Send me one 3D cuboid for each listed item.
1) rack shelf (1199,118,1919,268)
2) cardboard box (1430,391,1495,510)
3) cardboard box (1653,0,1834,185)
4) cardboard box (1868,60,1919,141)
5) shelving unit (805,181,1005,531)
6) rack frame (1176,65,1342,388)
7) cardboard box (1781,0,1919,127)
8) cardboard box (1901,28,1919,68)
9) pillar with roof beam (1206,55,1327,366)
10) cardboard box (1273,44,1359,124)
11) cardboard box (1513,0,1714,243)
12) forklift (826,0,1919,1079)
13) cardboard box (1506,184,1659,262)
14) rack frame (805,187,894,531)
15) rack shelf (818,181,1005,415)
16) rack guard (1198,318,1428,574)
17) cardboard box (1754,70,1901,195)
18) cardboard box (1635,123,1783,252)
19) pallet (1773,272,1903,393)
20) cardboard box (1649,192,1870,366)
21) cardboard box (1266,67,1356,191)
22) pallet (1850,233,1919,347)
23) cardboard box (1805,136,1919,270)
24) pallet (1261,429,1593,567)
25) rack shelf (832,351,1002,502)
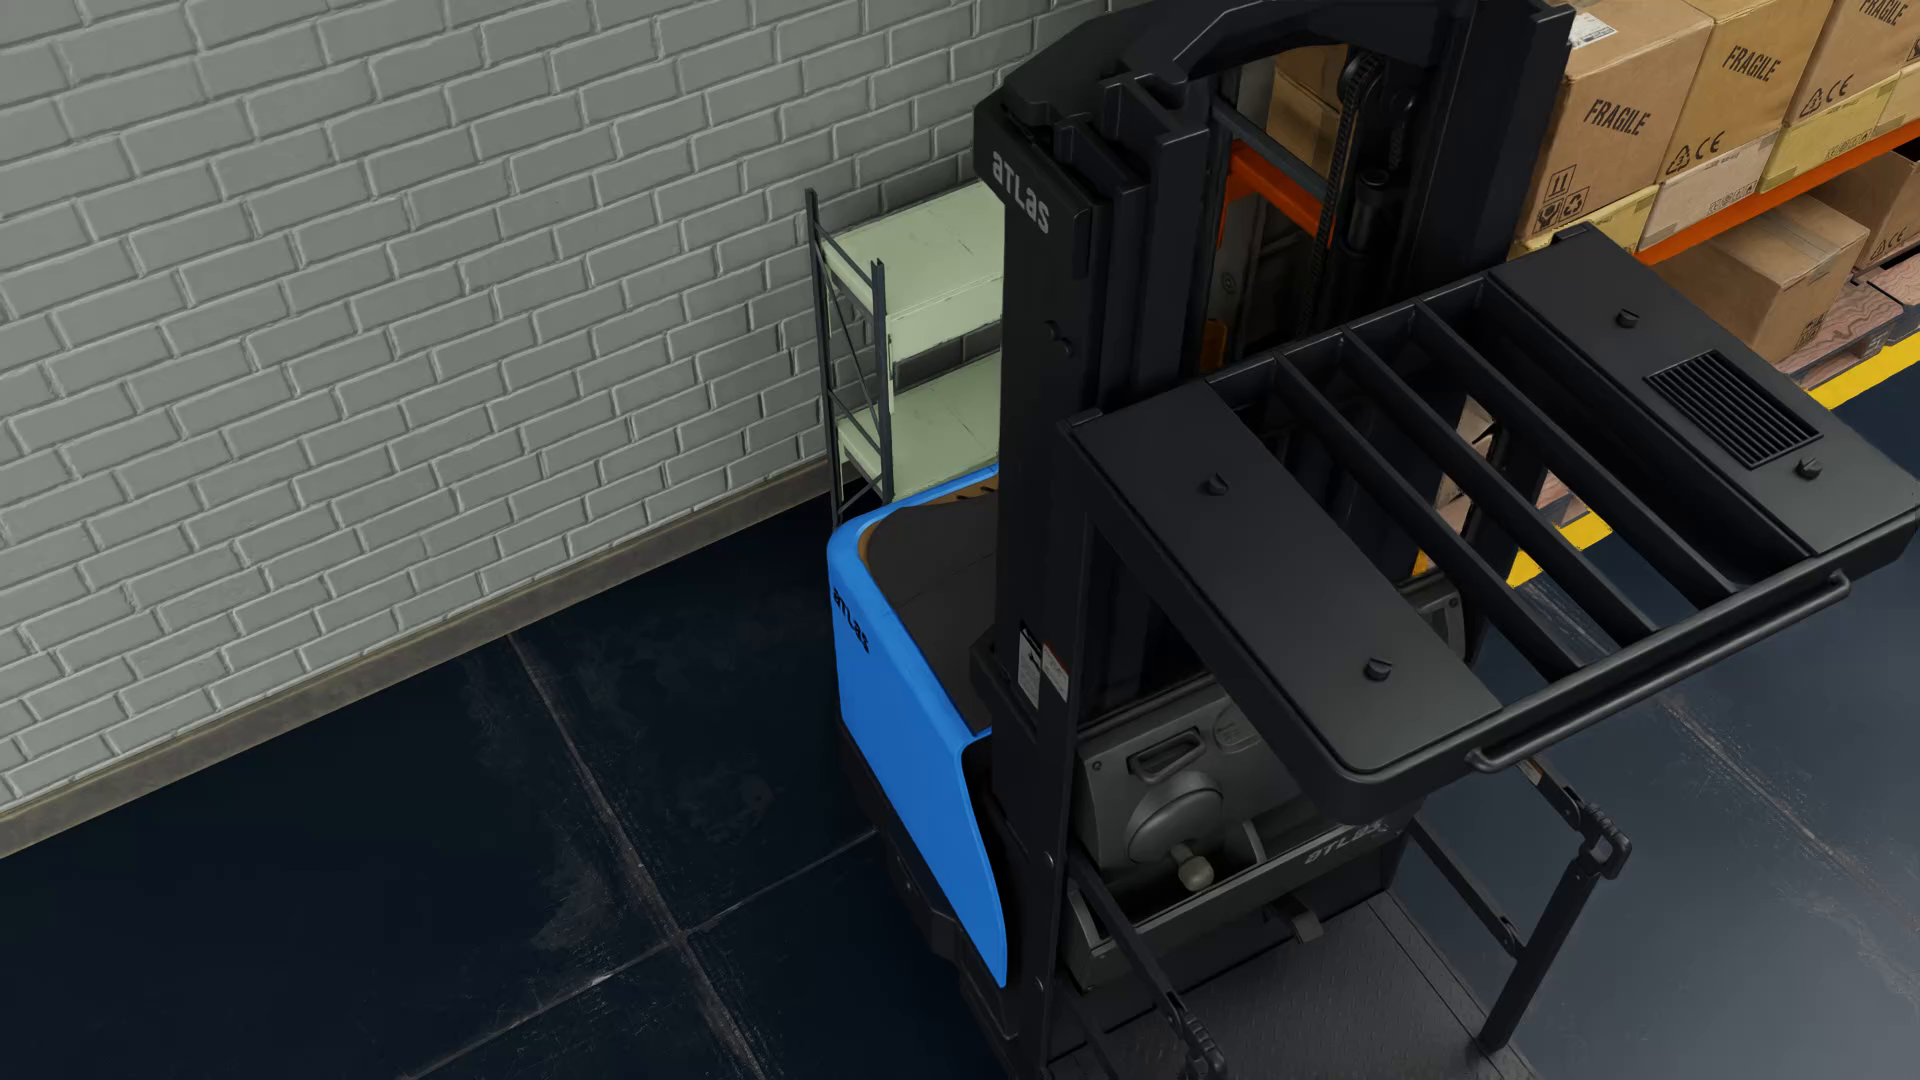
[{"bbox_3d":[2.671,-1.543,5.597,4.000,0.370,1.077,-25,53,-21],"label":"rack shelf"},{"bbox_3d":[1.613,-0.456,5.654,0.500,0.311,0.500,-31,55,-25],"label":"cardboard box"},{"bbox_3d":[1.967,-1.383,4.558,0.500,0.500,0.500,-25,53,-21],"label":"cardboard box"},{"bbox_3d":[2.856,-1.551,5.210,0.500,0.250,0.500,-25,53,-20],"label":"cardboard box"},{"bbox_3d":[-0.006,-0.496,5.187,0.755,1.500,0.431,-25,53,-21],"label":"shelving unit"},{"bbox_3d":[0.980,-0.986,4.619,0.127,3.000,1.000,-25,53,-21],"label":"rack frame"},{"bbox_3d":[2.408,-1.585,4.737,0.500,0.500,0.500,-27,54,-22],"label":"cardboard box"},{"bbox_3d":[2.838,-1.798,4.927,0.500,0.500,0.500,-24,52,-20],"label":"cardboard box"},{"bbox_3d":[3.407,-1.087,0.692,0.400,9.000,9.100,-25,53,-21],"label":"pillar with roof beam"},{"bbox_3d":[1.265,-1.514,4.674,0.500,0.500,0.500,-26,53,-21],"label":"cardboard box"},{"bbox_3d":[1.544,-1.192,4.388,0.500,0.500,0.500,-25,53,-21],"label":"cardboard box"},{"bbox_3d":[0.769,0.513,3.331,1.130,2.935,3.031,-22,52,-18],"label":"forklift"},{"bbox_3d":[1.562,-0.936,4.662,0.500,0.250,0.500,-27,54,-22],"label":"cardboard box"},{"bbox_3d":[-0.315,-0.350,5.058,0.023,1.500,0.400,-25,53,-21],"label":"rack frame"},{"bbox_3d":[-0.006,-0.756,4.896,0.720,0.370,0.431,-25,53,-21],"label":"rack shelf"},{"bbox_3d":[1.044,-0.184,5.580,0.348,0.500,1.175,-25,53,-21],"label":"rack guard"},{"bbox_3d":[2.427,-1.351,5.032,0.500,0.250,0.500,-26,53,-21],"label":"cardboard box"},{"bbox_3d":[1.993,-1.152,4.854,0.500,0.250,0.500,-27,54,-22],"label":"cardboard box"},{"bbox_3d":[2.781,-0.873,6.386,1.213,0.211,1.003,-25,53,-21],"label":"pallet"},{"bbox_3d":[2.742,-1.007,6.018,0.500,0.500,0.700,-28,54,-23],"label":"cardboard box"},{"bbox_3d":[1.272,-1.251,4.943,0.500,0.250,0.500,-25,53,-20],"label":"cardboard box"},{"bbox_3d":[3.814,-1.362,6.822,1.213,0.211,1.003,-25,53,-21],"label":"pallet"},{"bbox_3d":[3.506,-1.456,6.417,0.500,0.500,0.500,-29,54,-23],"label":"cardboard box"},{"bbox_3d":[1.750,-0.390,5.956,1.213,0.211,1.003,-25,53,-21],"label":"pallet"},{"bbox_3d":[-0.006,-0.279,5.431,0.720,0.370,0.431,-25,53,-21],"label":"rack shelf"}]
